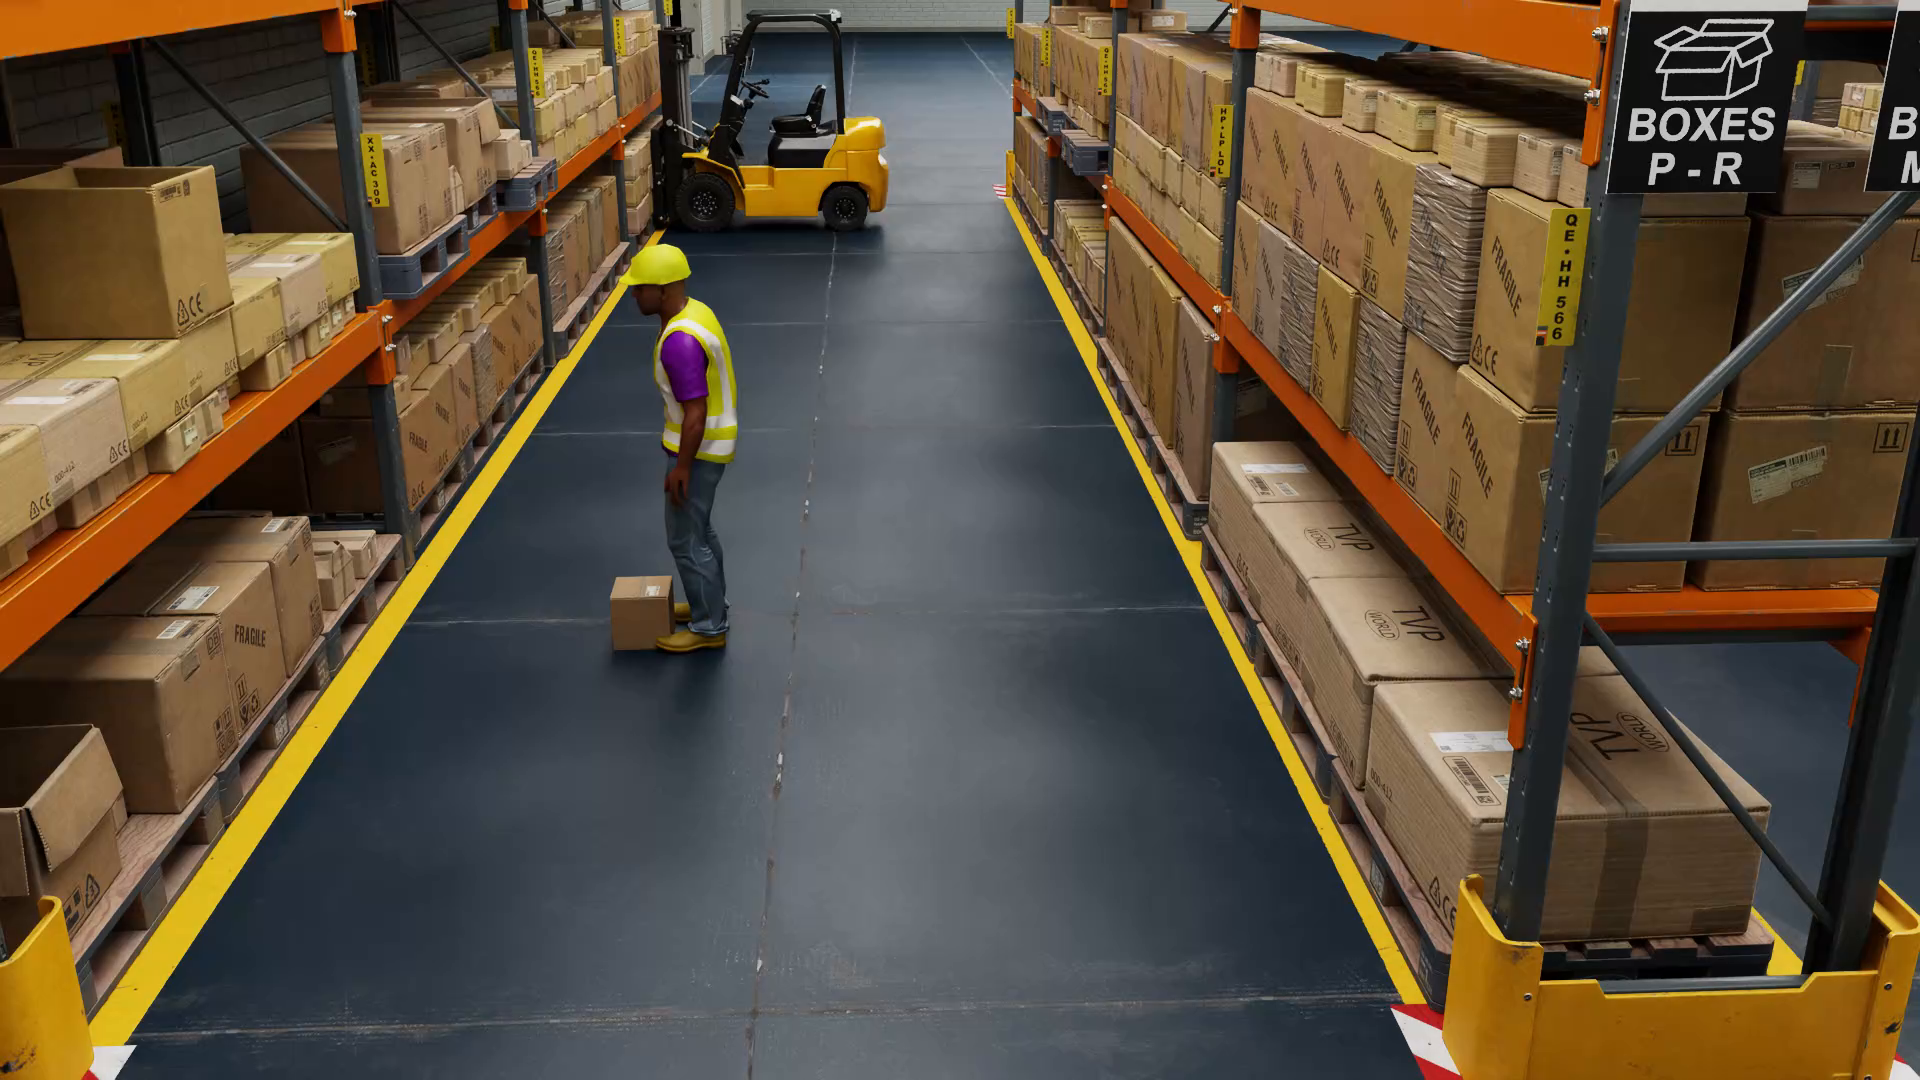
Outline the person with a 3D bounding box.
[{"bbox_3d":[-1.171,-0.389,7.103,0.455,1.760,0.635,-2,20,-6],"label":"person"}]
